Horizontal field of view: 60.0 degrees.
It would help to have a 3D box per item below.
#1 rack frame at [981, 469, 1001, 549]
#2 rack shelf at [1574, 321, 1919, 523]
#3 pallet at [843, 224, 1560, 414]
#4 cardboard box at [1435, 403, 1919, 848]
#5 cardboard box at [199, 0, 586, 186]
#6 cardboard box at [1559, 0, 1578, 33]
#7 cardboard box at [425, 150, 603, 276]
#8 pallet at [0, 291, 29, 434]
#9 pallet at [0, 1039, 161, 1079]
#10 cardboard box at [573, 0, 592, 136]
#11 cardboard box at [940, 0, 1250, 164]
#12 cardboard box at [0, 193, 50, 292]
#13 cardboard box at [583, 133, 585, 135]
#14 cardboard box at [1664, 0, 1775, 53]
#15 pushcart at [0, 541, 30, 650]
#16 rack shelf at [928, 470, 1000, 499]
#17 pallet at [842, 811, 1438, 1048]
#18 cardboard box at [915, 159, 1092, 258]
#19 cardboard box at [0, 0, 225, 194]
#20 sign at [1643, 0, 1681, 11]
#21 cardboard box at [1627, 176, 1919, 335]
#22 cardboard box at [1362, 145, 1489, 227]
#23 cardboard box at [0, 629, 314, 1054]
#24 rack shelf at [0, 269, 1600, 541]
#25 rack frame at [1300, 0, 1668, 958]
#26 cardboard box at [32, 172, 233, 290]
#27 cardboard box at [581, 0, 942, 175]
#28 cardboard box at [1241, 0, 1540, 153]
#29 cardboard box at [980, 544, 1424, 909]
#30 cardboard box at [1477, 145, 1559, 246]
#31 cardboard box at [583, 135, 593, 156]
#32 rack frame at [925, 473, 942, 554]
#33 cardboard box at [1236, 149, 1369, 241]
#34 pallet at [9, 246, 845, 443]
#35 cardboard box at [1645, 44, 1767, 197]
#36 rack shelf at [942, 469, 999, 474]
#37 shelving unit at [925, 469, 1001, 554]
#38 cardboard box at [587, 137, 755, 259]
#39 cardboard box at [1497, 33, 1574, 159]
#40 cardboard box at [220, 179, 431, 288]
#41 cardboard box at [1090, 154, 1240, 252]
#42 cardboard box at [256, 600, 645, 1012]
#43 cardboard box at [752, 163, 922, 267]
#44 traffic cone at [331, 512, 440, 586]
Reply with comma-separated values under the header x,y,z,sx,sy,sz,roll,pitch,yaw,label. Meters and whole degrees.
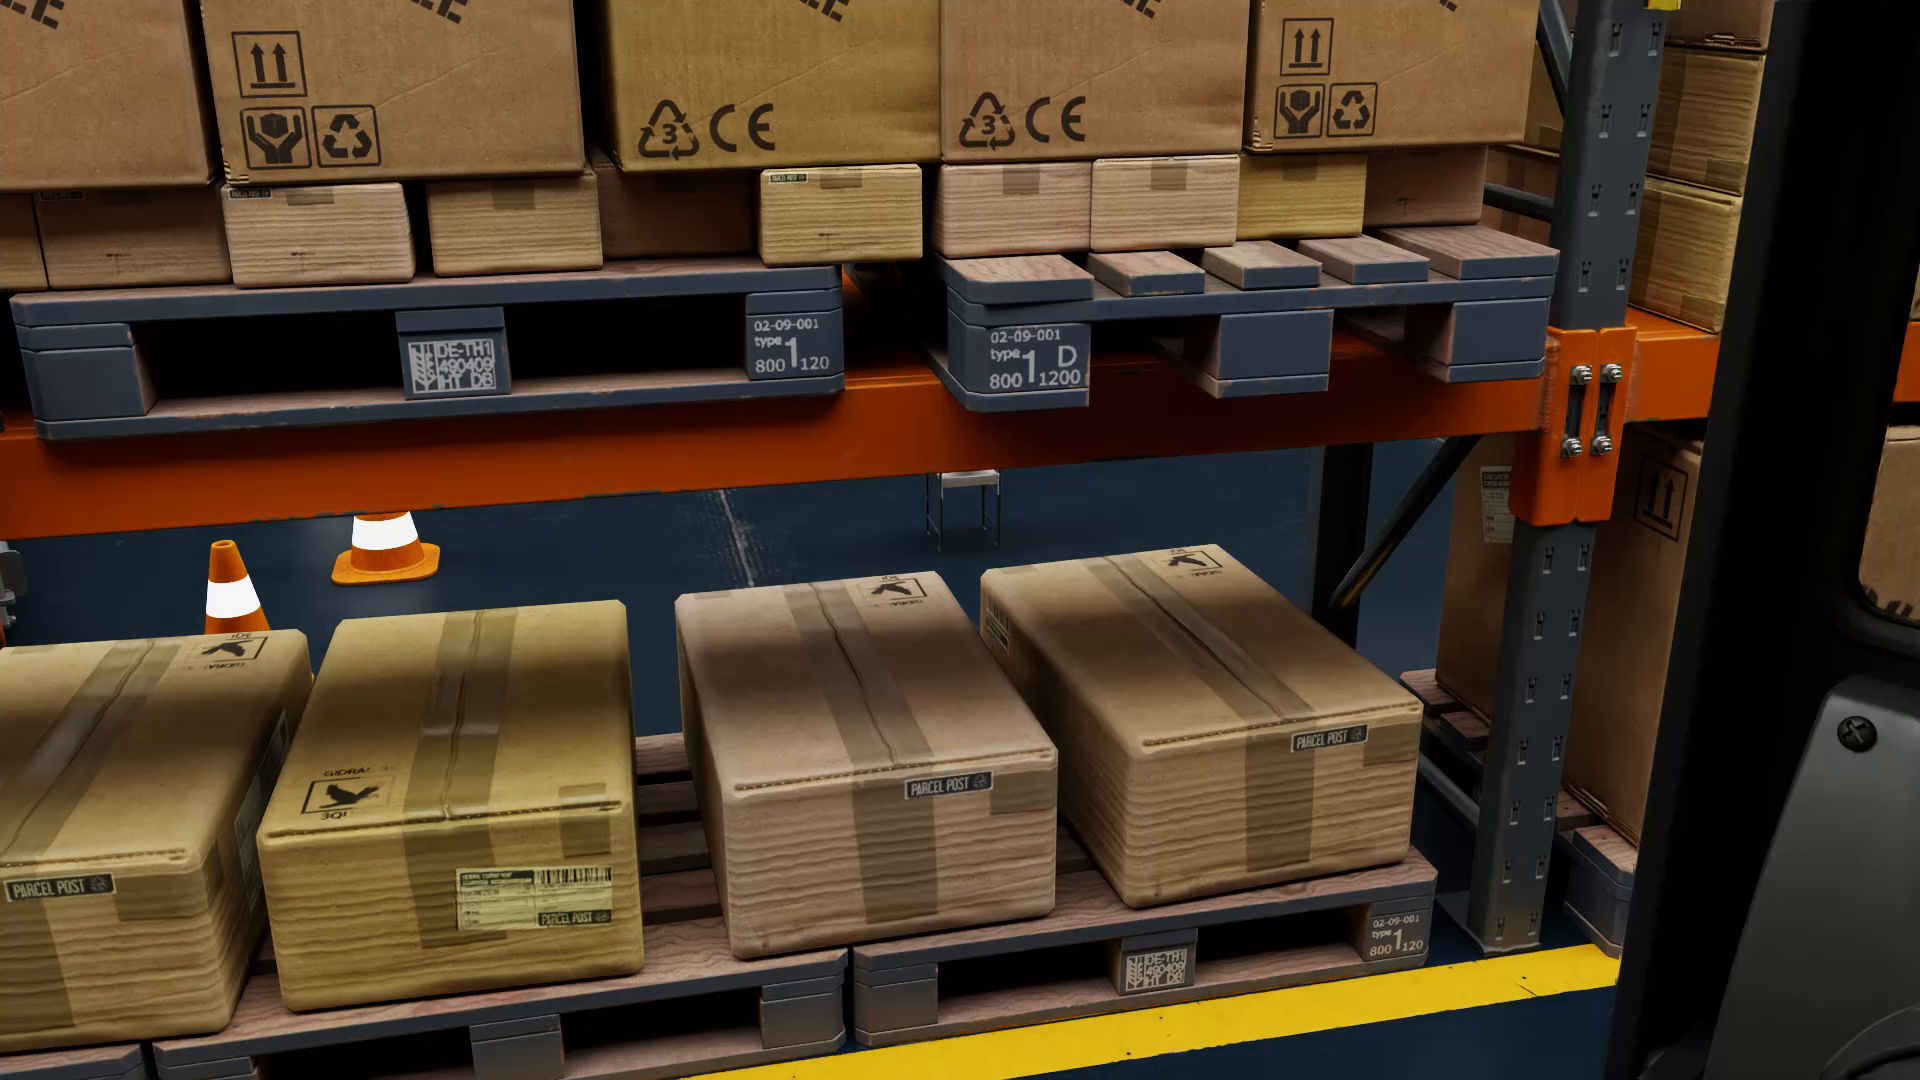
x,y,z,sx,sy,sz,roll,pitch,yaw,label
0.107,-0.431,5.684,0.006,0.900,0.240,-5,21,-12,rack frame
2.981,-0.534,3.958,4.000,0.370,1.077,-5,21,-12,rack shelf
0.366,-0.531,3.183,1.003,0.211,1.213,-5,21,-12,pallet
1.726,0.060,3.768,0.875,0.875,0.875,-5,21,-13,cardboard box
-0.866,-0.841,2.560,0.500,0.500,0.500,-6,21,-15,cardboard box
1.478,-1.359,3.563,0.500,0.500,0.500,-5,21,-14,cardboard box
-0.719,-0.539,2.680,0.250,0.149,0.380,-5,21,-14,cardboard box
-2.080,-0.319,2.603,1.213,0.211,1.003,-5,21,-12,pallet
-2.100,0.850,3.187,1.213,0.211,1.003,-5,21,-12,pallet
-0.477,-1.051,3.136,0.500,0.500,0.500,-4,21,-12,cardboard box
0.156,-0.924,2.787,0.500,0.500,0.500,-5,21,-13,cardboard box
-1.484,-0.485,2.534,0.250,0.149,0.380,-4,21,-12,cardboard box
-0.965,-1.014,3.035,0.500,0.500,0.500,-5,21,-15,cardboard box
1.571,-1.187,3.096,0.500,0.500,0.500,-5,21,-14,cardboard box
-3.431,0.075,5.061,0.936,0.377,1.648,-13,24,-31,pushcart
0.008,-0.223,5.735,0.200,0.077,0.258,-5,21,-12,rack shelf
0.274,0.657,3.714,1.213,0.211,1.003,-5,21,-12,pallet
0.044,-0.591,2.820,0.250,0.149,0.380,-6,21,-15,cardboard box
-1.364,-0.796,2.439,0.500,0.500,0.500,-5,21,-13,cardboard box
1.169,-1.039,2.722,0.005,0.325,0.100,-5,21,-12,sign
1.569,-0.598,3.303,0.500,0.250,0.500,-5,21,-13,cardboard box
0.770,-0.688,3.087,0.250,0.149,0.380,-4,20,-10,cardboard box
-1.649,0.539,3.191,0.625,0.372,0.950,-3,20,-9,cardboard box
-0.911,-0.218,3.093,4.000,0.370,1.077,-5,21,-12,rack shelf
1.035,-0.714,3.402,0.127,3.000,1.000,-5,21,-12,rack frame
-1.243,-0.504,2.585,0.250,0.149,0.380,-4,21,-12,cardboard box
-0.335,-0.883,2.677,0.500,0.500,0.500,-6,21,-16,cardboard box
0.657,-0.968,2.909,0.500,0.500,0.500,-5,21,-14,cardboard box
0.483,0.364,3.669,0.625,0.372,0.950,-6,21,-16,cardboard box
1.467,-0.770,3.774,0.500,0.250,0.500,-5,21,-14,cardboard box
-0.639,-0.717,3.164,0.250,0.149,0.380,-4,20,-10,cardboard box
-0.091,-0.415,5.640,0.006,0.900,0.240,-5,21,-12,rack frame
0.526,-0.643,2.963,0.250,0.149,0.380,-4,21,-12,cardboard box
-0.882,-0.453,2.970,1.213,0.211,1.003,-5,21,-12,pallet
1.585,-0.835,3.225,0.500,0.250,0.500,-5,21,-13,cardboard box
0.008,-0.307,5.704,0.200,0.077,0.258,-5,21,-12,rack shelf
0.008,-0.423,5.662,0.210,0.900,0.258,-5,21,-12,shelving unit
-0.494,-0.586,2.809,0.250,0.149,0.380,-4,21,-12,cardboard box
1.448,-1.001,3.678,0.500,0.250,0.500,-5,21,-13,cardboard box
-0.972,-0.508,2.595,0.250,0.149,0.380,-4,20,-10,cardboard box
0.291,-0.608,2.867,0.250,0.149,0.380,-5,21,-13,cardboard box
-0.973,0.484,3.343,0.625,0.372,0.950,-4,20,-11,cardboard box
-0.220,-0.564,2.748,0.250,0.149,0.380,-4,21,-12,cardboard box
-1.921,-0.130,5.498,0.334,0.463,0.336,-5,21,-12,traffic cone
